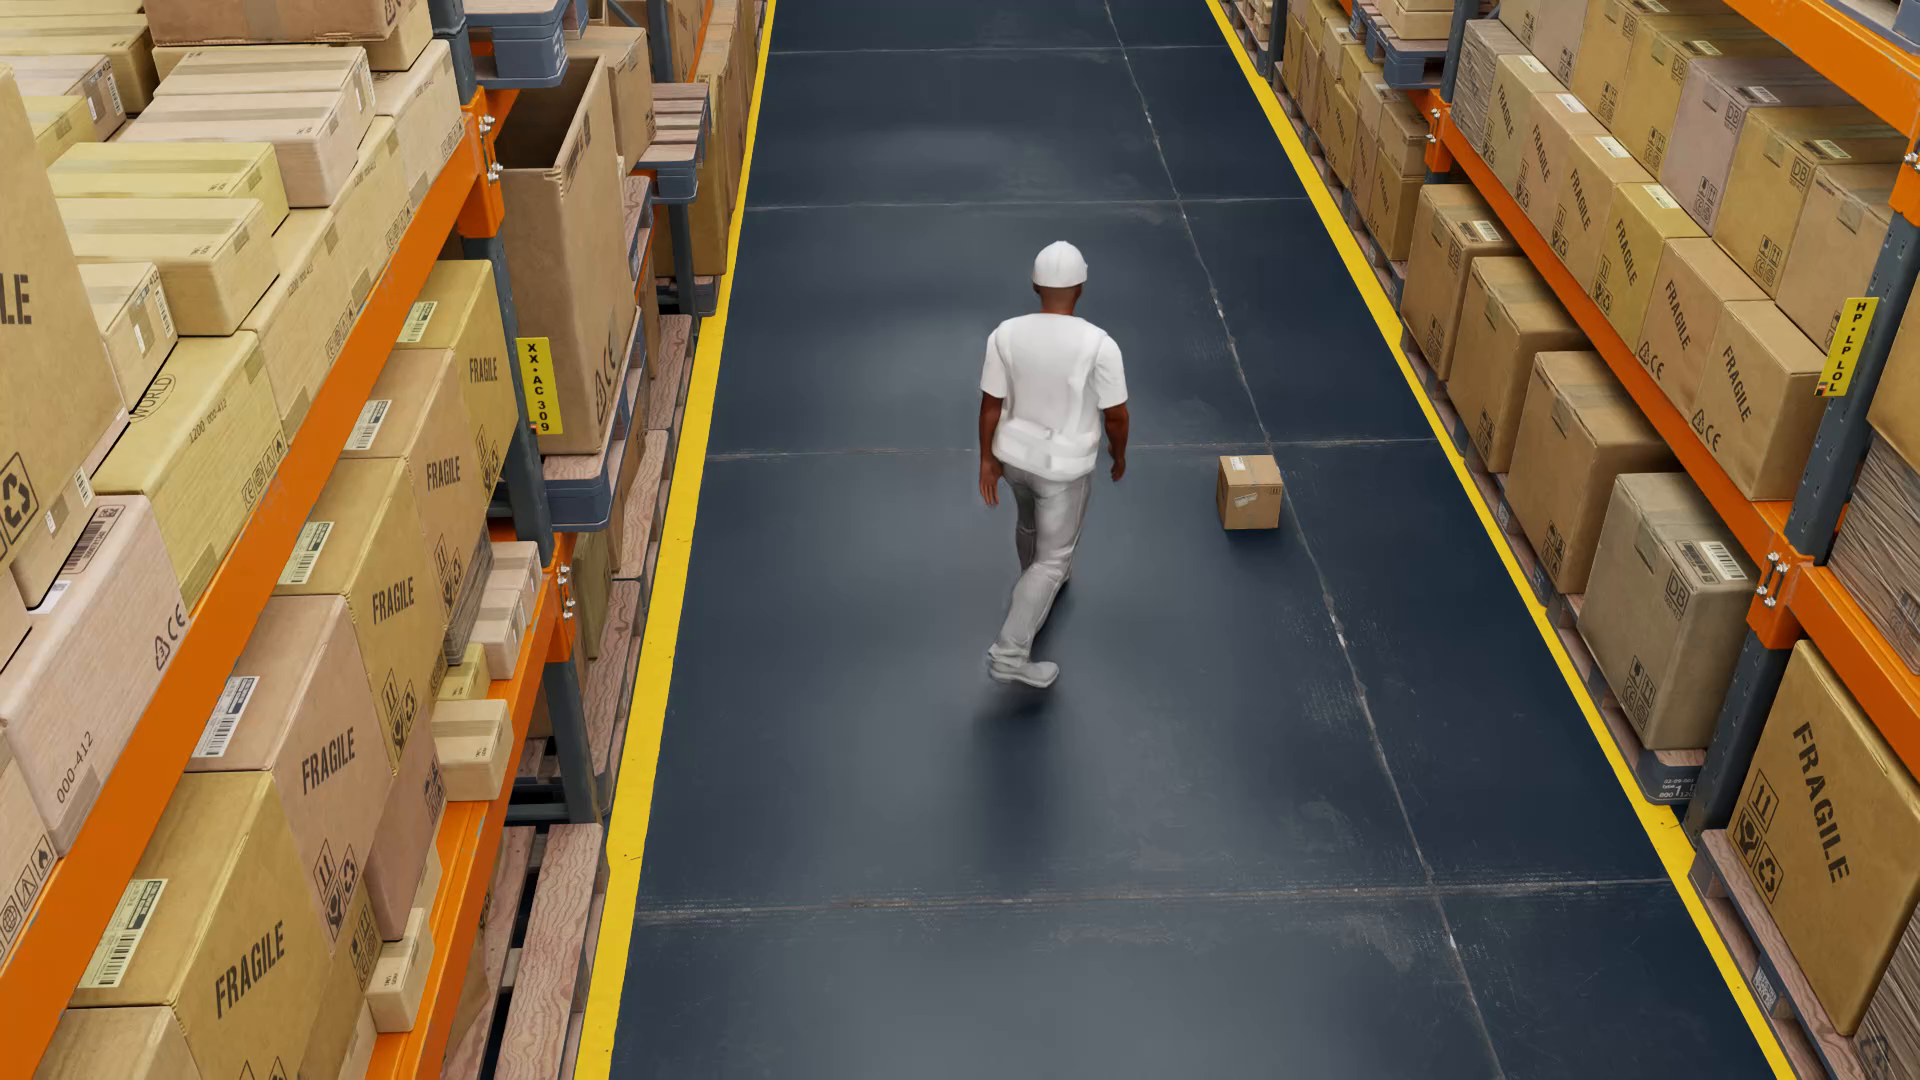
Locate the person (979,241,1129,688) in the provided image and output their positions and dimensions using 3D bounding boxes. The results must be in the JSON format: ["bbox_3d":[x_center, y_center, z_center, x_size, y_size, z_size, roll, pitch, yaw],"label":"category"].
[{"bbox_3d":[0.321,-0.295,6.561,0.561,1.731,0.990,21,40,27],"label":"person"}]
